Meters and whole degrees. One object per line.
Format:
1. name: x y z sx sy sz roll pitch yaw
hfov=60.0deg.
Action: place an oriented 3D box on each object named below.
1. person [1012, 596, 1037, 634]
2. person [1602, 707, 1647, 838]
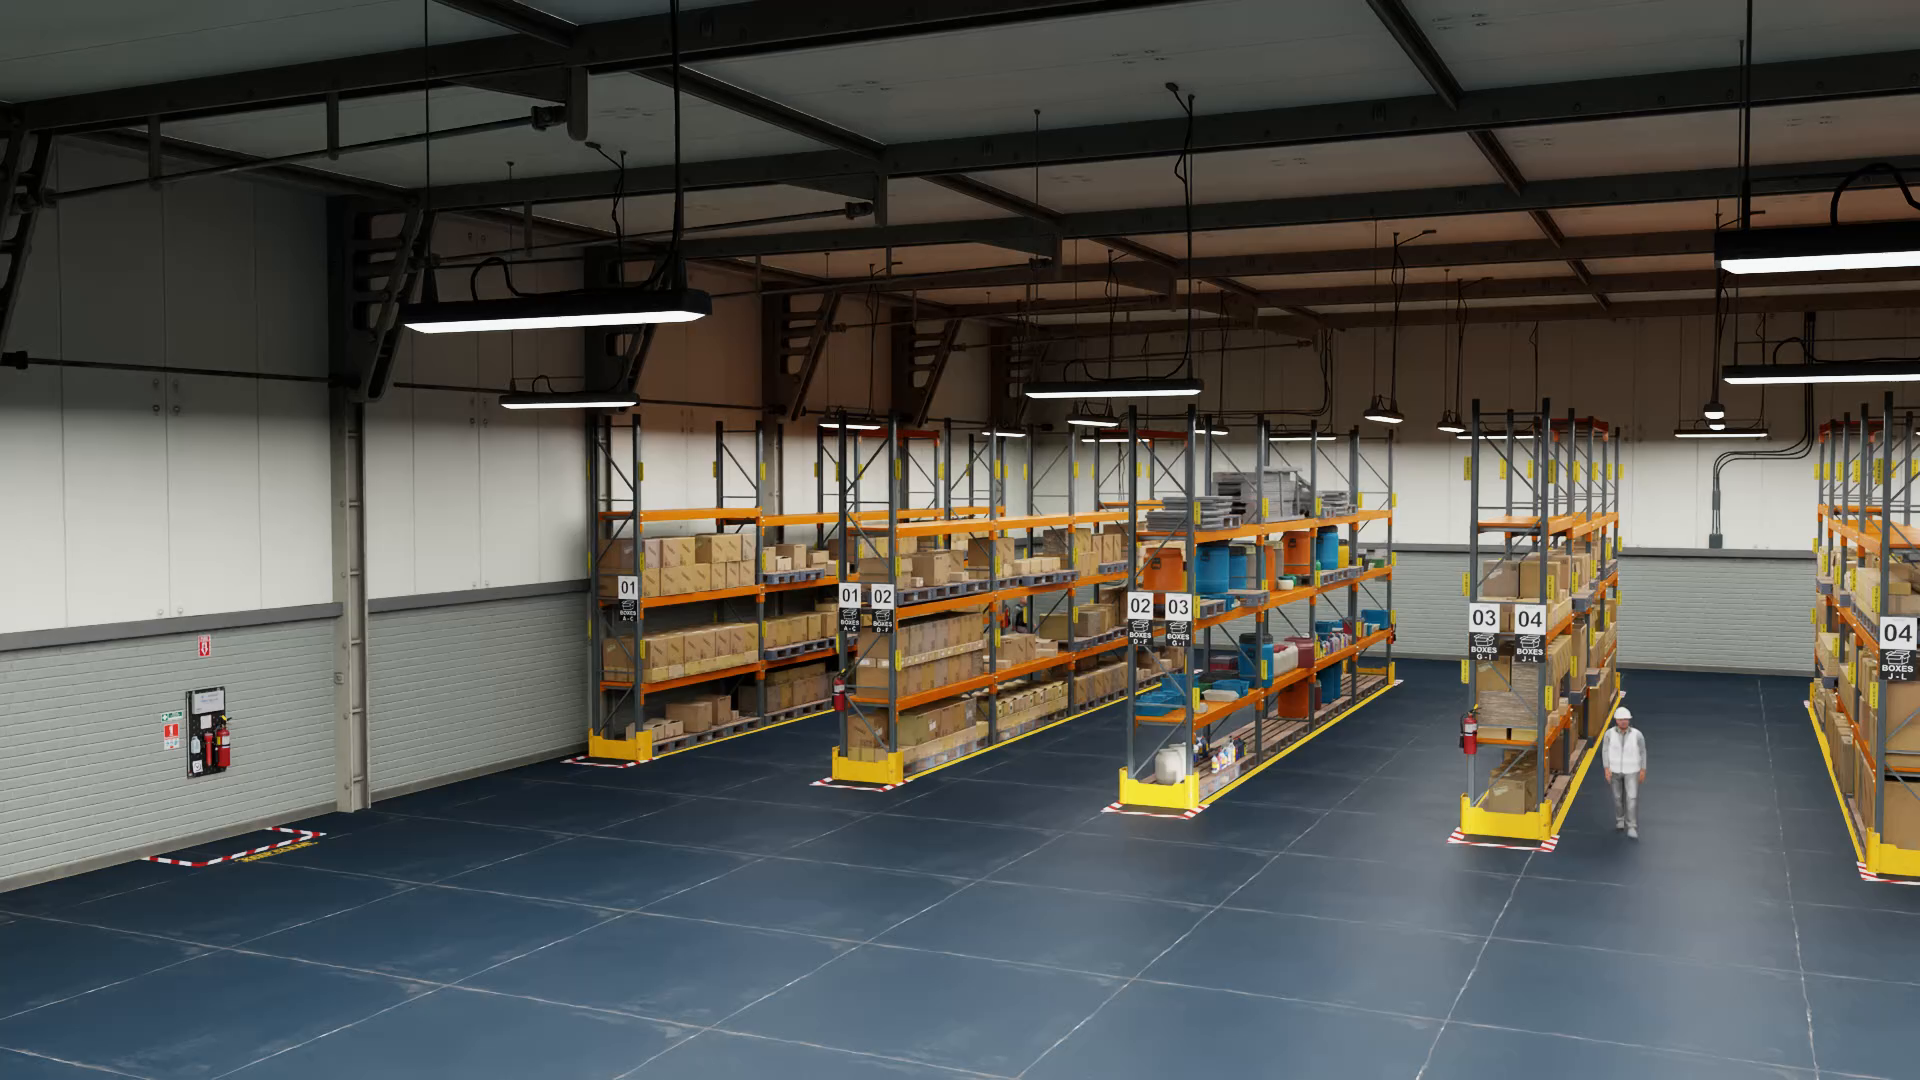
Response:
1. person: 1.707 2.329 44.306 0.776 1.715 0.558 2 3 41
2. person: 9.123 3.167 22.880 0.557 1.725 0.983 1 3 30
